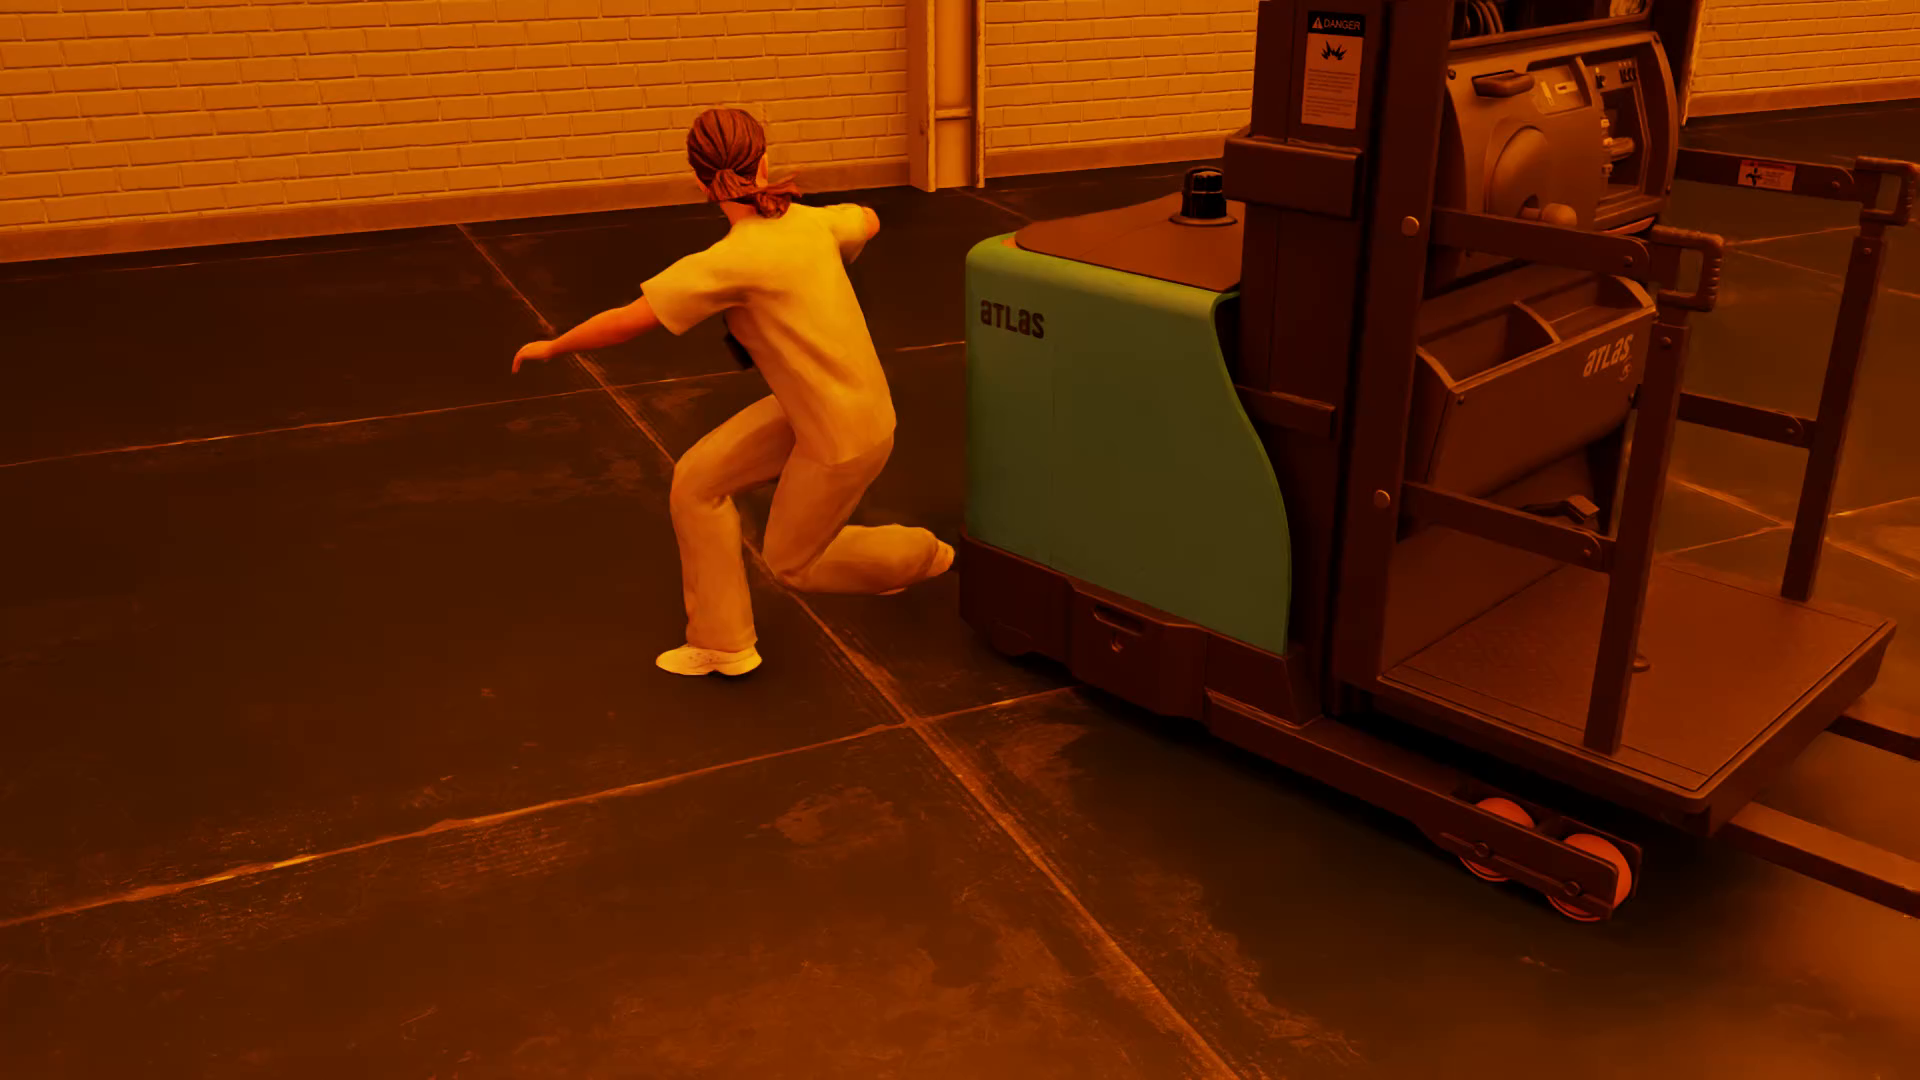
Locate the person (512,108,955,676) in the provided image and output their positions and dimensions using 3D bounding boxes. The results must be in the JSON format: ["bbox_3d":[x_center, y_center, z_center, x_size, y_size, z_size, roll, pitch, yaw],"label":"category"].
[{"bbox_3d":[-0.545,-0.373,4.194,1.072,1.438,0.767,-1,23,-2],"label":"person"}]

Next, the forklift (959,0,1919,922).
[{"bbox_3d":[1.394,-0.825,3.271,3.031,2.935,1.130,21,30,41],"label":"forklift"}]
